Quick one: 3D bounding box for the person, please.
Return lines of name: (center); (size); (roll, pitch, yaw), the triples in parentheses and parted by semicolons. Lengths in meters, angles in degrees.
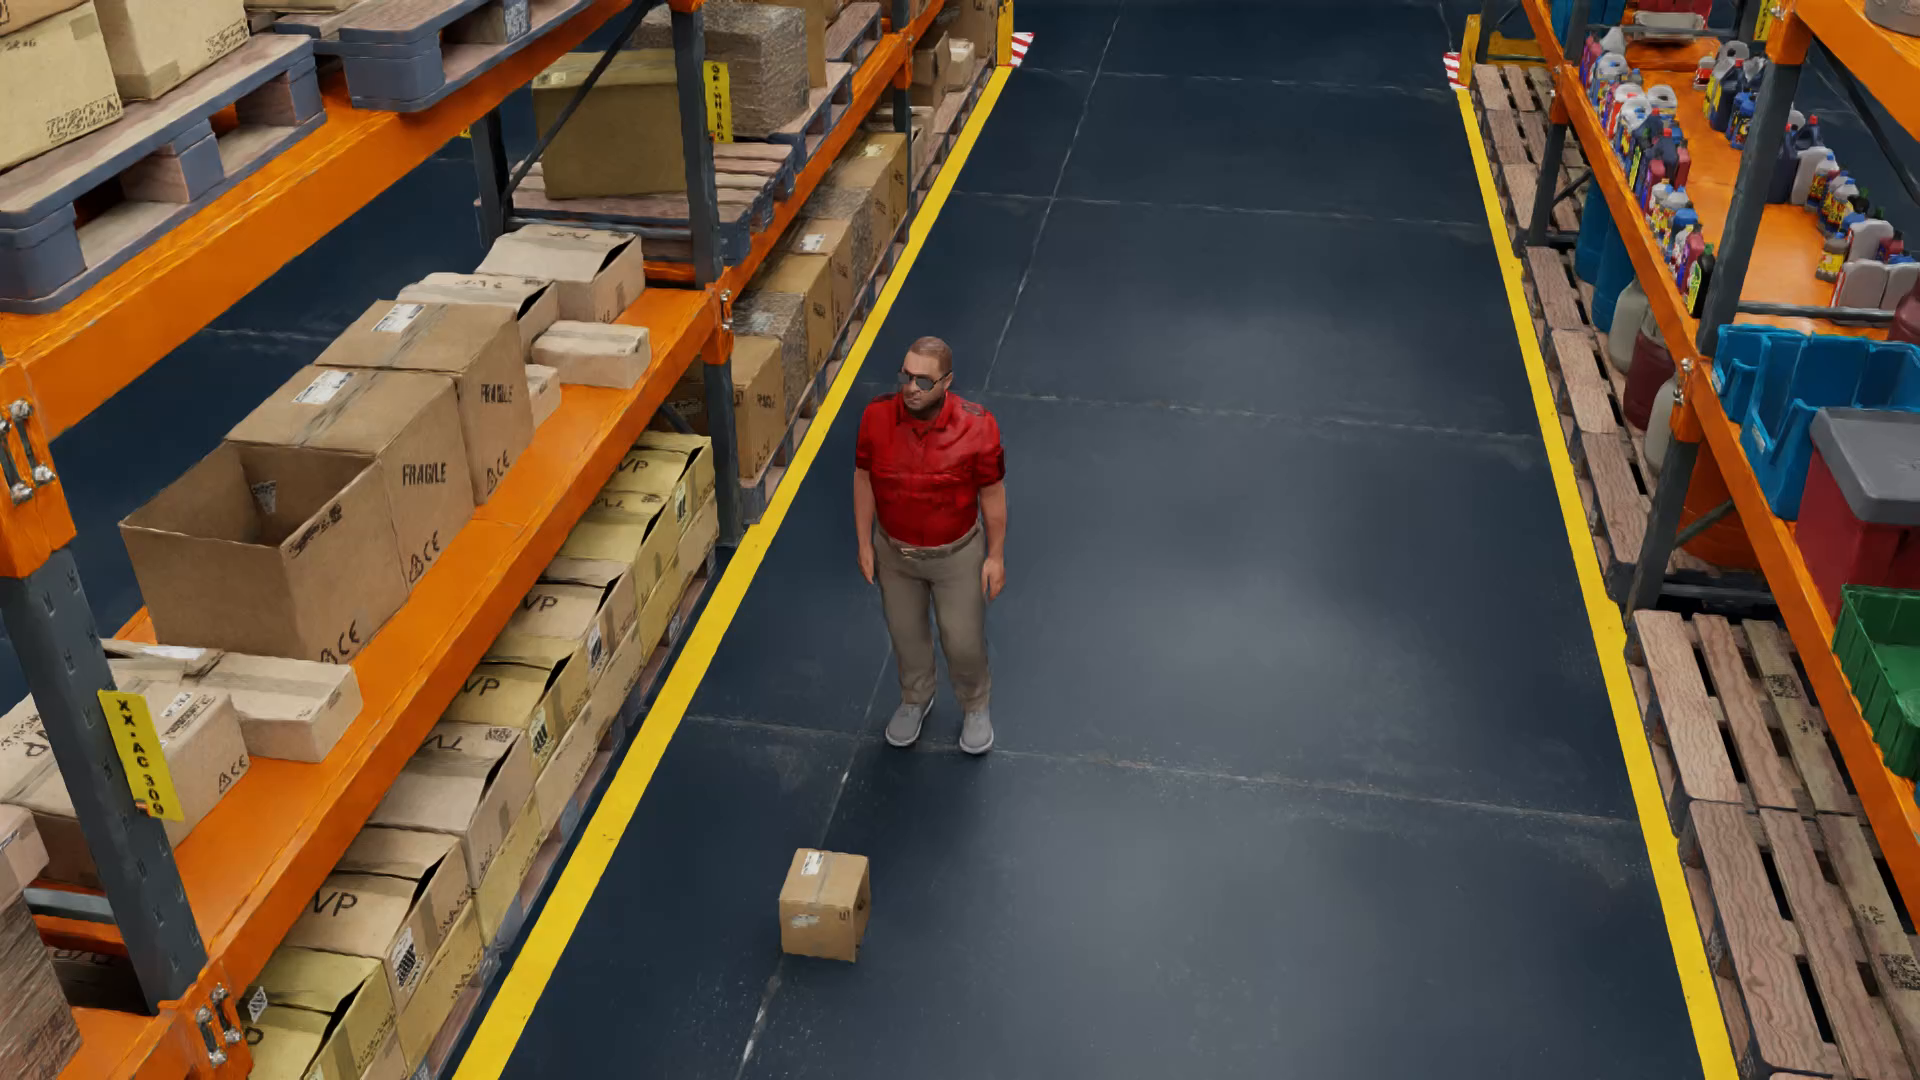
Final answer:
person: (-0.108, 0.029, 6.089); (0.570, 1.723, 0.423); (8, 33, 13)
